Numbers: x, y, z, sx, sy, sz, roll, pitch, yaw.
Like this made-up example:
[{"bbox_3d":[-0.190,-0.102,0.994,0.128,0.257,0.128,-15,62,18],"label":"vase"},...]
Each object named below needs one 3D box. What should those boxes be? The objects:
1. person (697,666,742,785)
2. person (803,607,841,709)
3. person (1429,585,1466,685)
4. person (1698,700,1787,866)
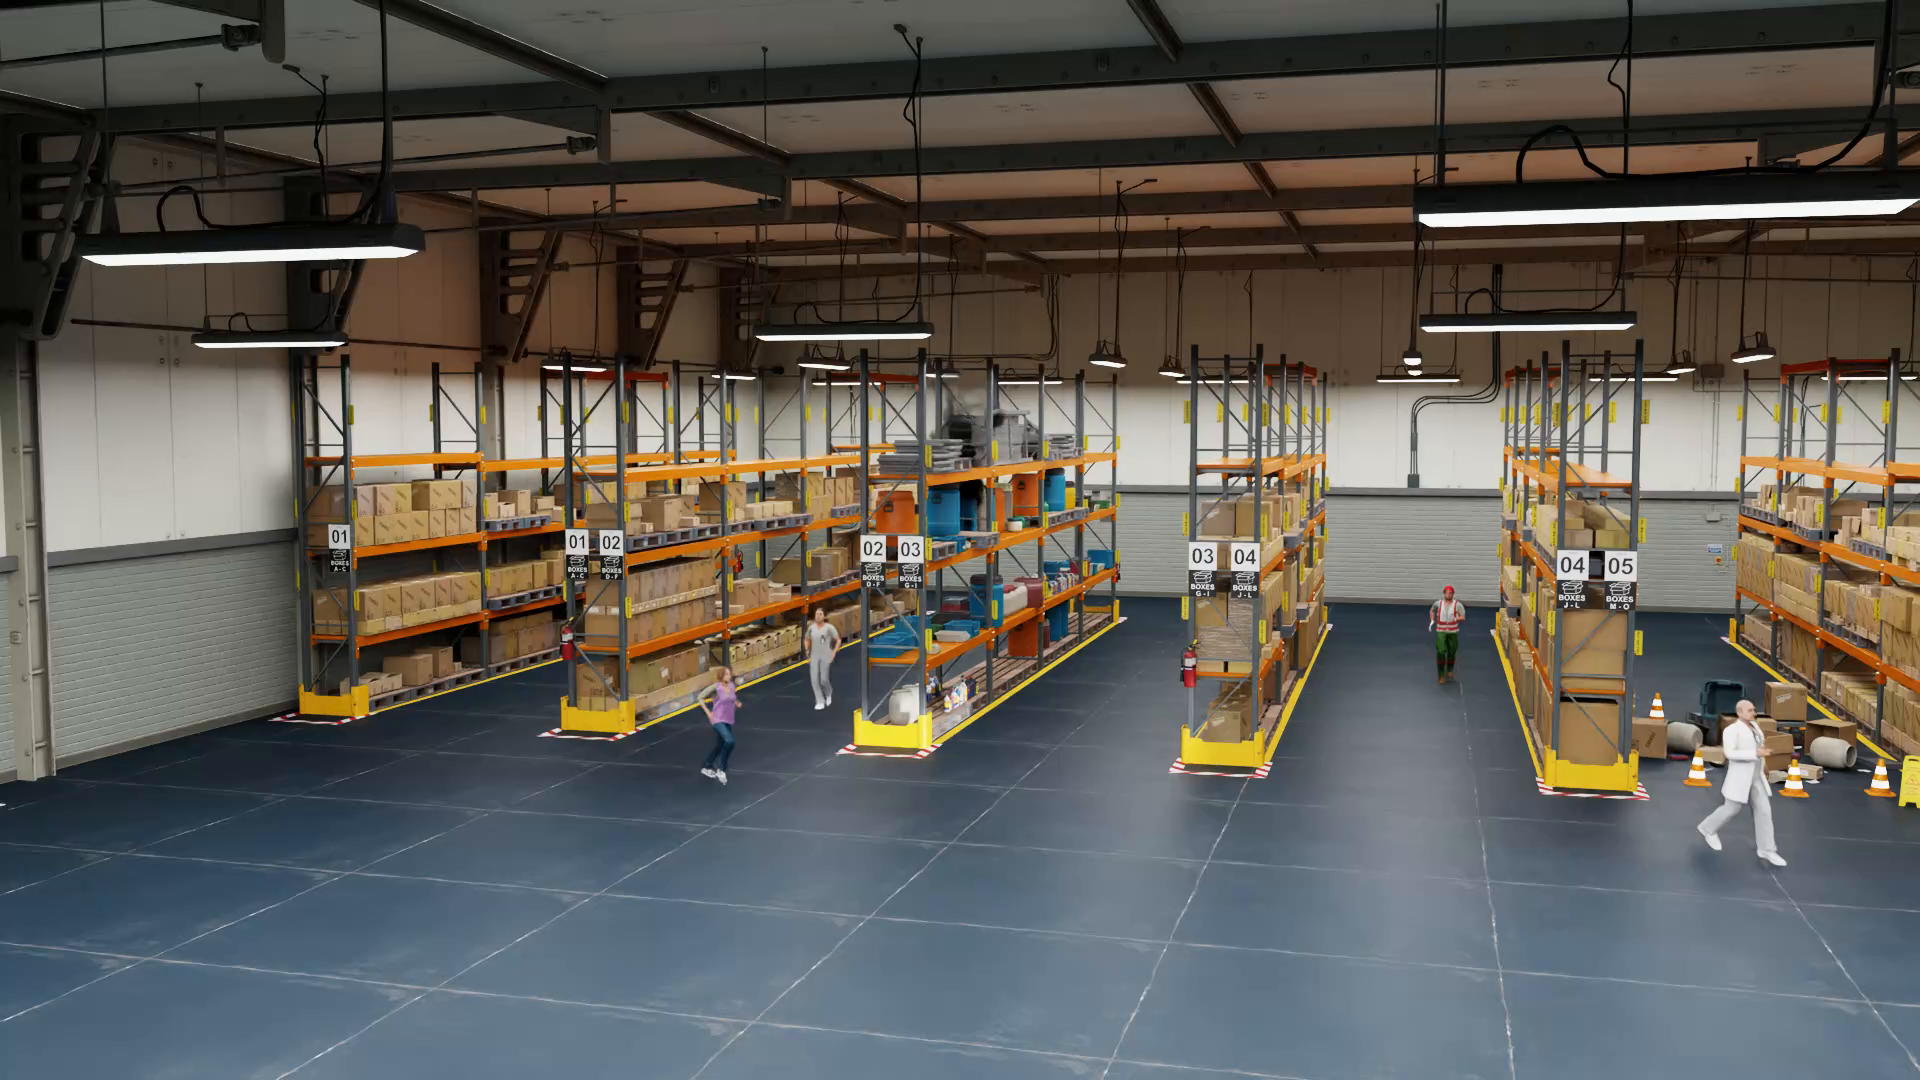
[{"bbox_3d":[-3.261,2.512,22.684,0.721,1.597,0.521,3,5,36],"label":"person"},{"bbox_3d":[-2.221,1.891,26.695,0.609,1.633,0.536,1,4,12],"label":"person"},{"bbox_3d":[9.124,1.767,31.154,0.649,1.842,0.781,1,4,15],"label":"person"},{"bbox_3d":[8.821,2.683,18.700,0.699,1.773,1.057,-2,5,-24],"label":"person"}]
